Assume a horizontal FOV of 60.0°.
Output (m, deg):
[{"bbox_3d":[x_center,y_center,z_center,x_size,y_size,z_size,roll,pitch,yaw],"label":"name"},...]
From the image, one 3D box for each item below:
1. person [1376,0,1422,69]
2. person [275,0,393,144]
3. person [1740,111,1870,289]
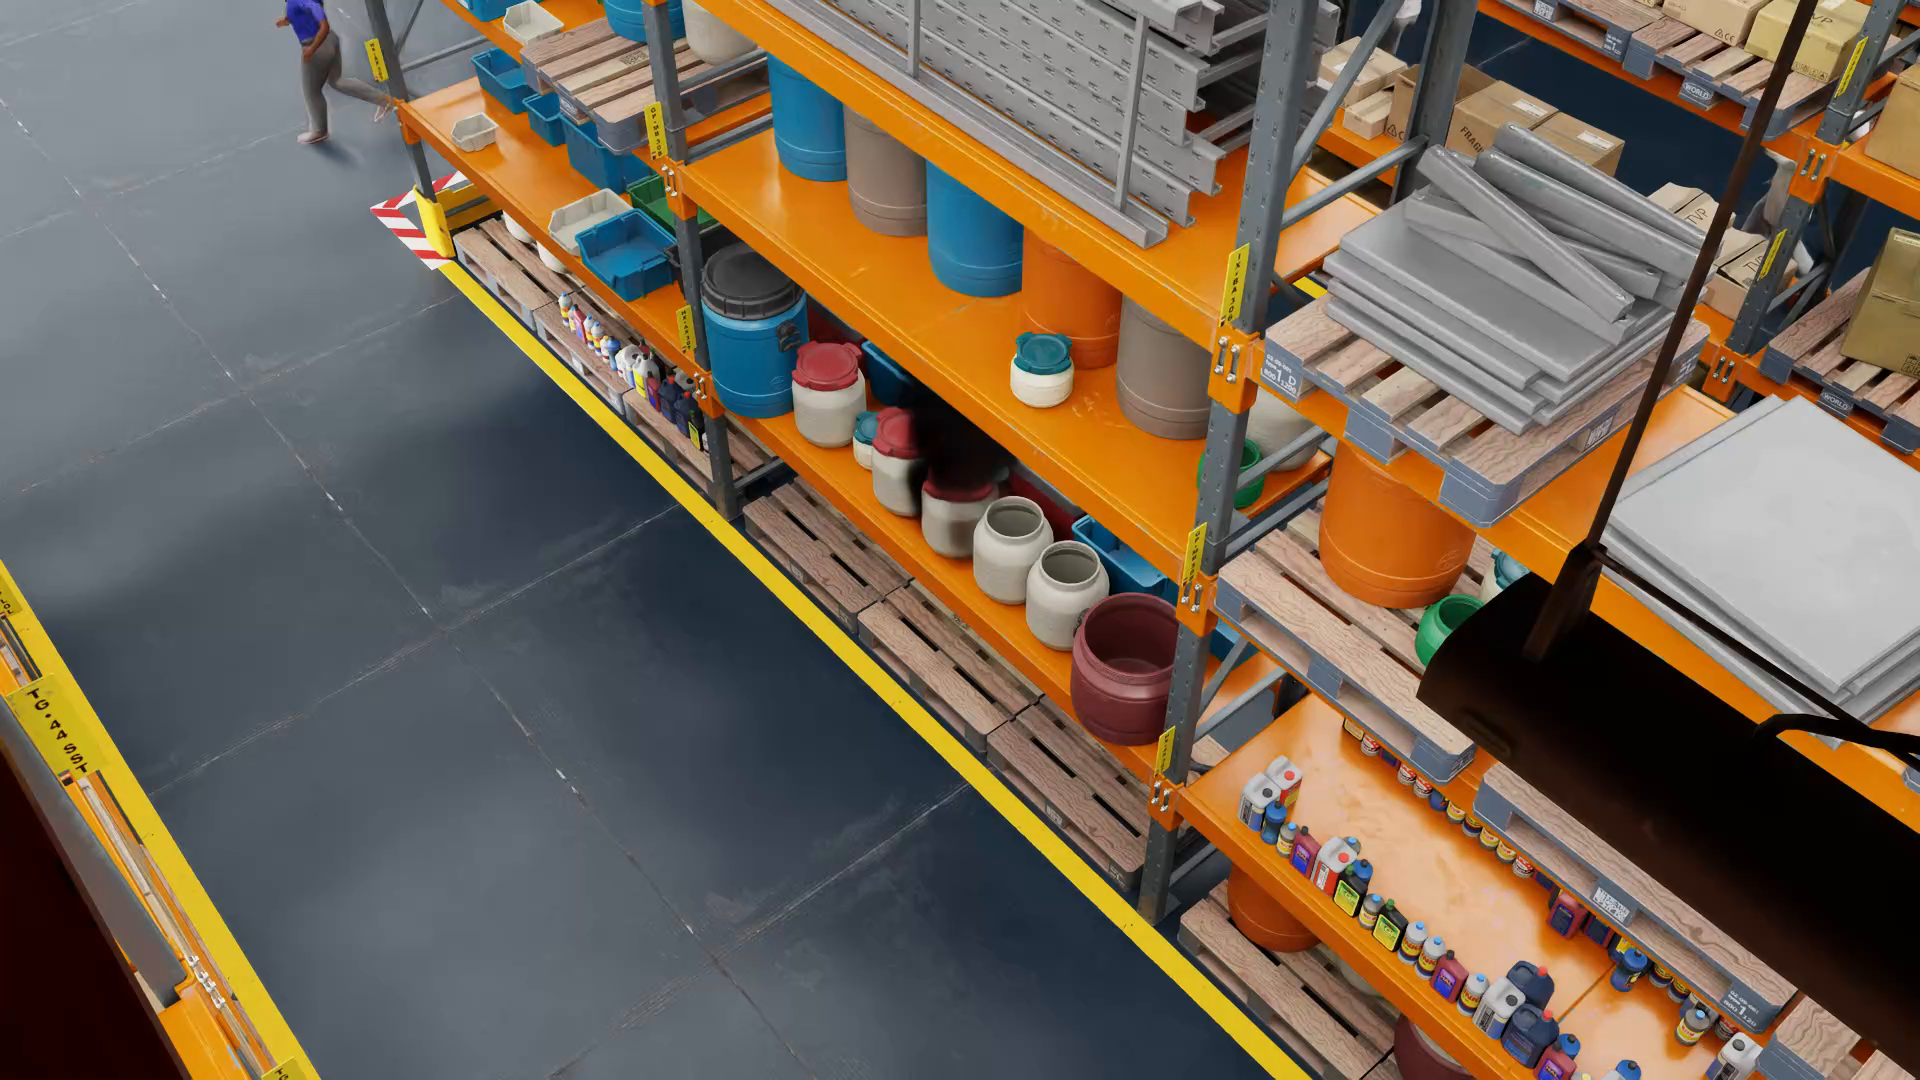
[{"bbox_3d":[3.691,-4.380,13.941,0.610,1.694,0.840,-29,53,-25],"label":"person"},{"bbox_3d":[-5.227,-4.020,13.673,0.891,1.670,0.596,-3,47,-3],"label":"person"},{"bbox_3d":[6.137,-2.553,12.177,0.686,1.804,0.987,-30,53,-25],"label":"person"}]
